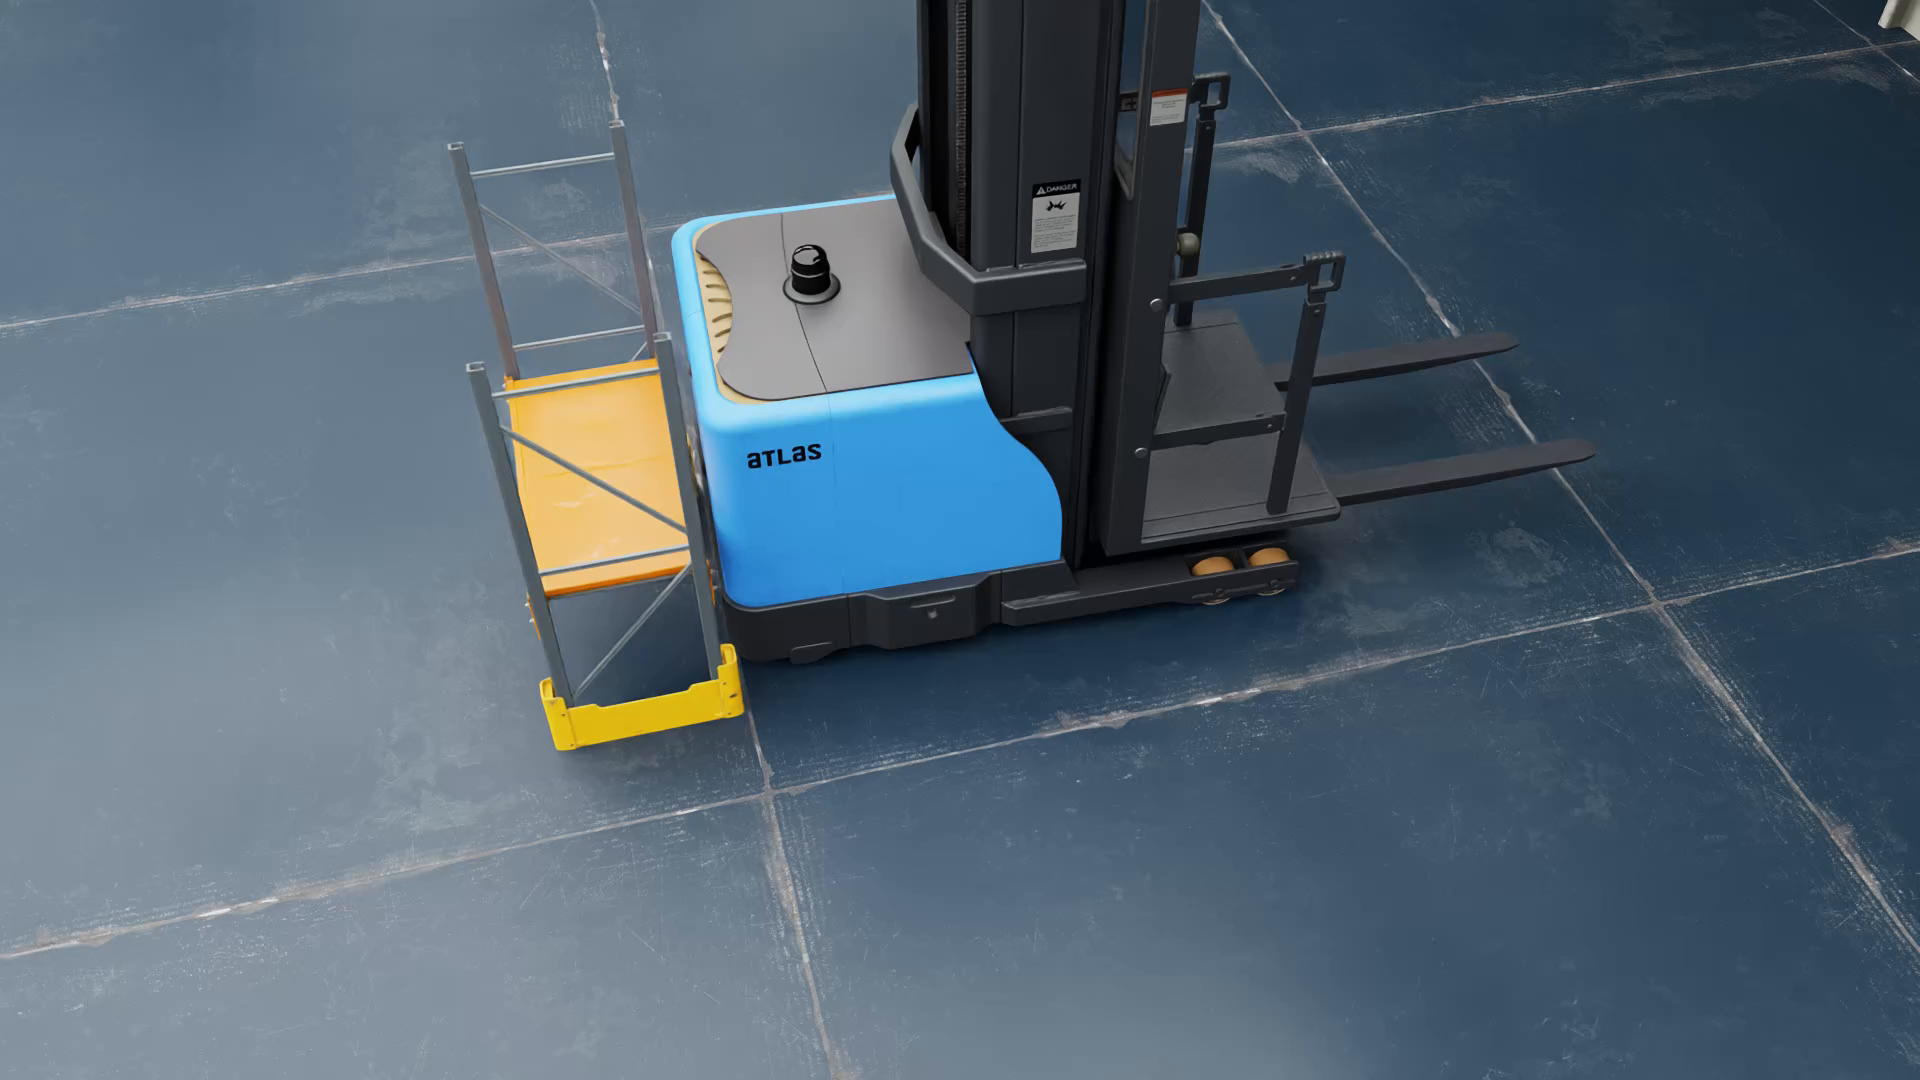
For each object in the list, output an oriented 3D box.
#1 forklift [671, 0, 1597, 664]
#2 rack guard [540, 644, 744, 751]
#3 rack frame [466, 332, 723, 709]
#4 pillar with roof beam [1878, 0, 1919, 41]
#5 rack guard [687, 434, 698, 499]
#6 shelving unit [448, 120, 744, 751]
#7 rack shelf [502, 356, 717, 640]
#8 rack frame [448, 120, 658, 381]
[{"bbox_3d":[0.650,-1.172,4.847,3.031,2.935,1.130,-9,46,-9],"label":"forklift"},{"bbox_3d":[-0.967,0.483,5.101,0.587,0.250,0.087,-11,47,-10],"label":"rack guard"},{"bbox_3d":[-0.963,0.059,4.641,0.500,1.500,0.032,-11,47,-10],"label":"rack frame"},{"bbox_3d":[0.600,-4.826,4.179,9.100,9.000,0.400,-11,47,-10],"label":"pillar with roof beam"},{"bbox_3d":[-1.219,-0.205,5.776,0.587,0.250,0.087,-11,47,-10],"label":"rack guard"},{"bbox_3d":[-1.094,-0.298,4.992,0.587,1.500,1.083,-11,47,-10],"label":"shelving unit"},{"bbox_3d":[-1.091,-0.166,5.114,0.538,0.185,1.000,-11,47,-10],"label":"rack shelf"},{"bbox_3d":[-1.220,-0.643,5.330,0.500,1.500,0.032,-11,47,-10],"label":"rack frame"}]
